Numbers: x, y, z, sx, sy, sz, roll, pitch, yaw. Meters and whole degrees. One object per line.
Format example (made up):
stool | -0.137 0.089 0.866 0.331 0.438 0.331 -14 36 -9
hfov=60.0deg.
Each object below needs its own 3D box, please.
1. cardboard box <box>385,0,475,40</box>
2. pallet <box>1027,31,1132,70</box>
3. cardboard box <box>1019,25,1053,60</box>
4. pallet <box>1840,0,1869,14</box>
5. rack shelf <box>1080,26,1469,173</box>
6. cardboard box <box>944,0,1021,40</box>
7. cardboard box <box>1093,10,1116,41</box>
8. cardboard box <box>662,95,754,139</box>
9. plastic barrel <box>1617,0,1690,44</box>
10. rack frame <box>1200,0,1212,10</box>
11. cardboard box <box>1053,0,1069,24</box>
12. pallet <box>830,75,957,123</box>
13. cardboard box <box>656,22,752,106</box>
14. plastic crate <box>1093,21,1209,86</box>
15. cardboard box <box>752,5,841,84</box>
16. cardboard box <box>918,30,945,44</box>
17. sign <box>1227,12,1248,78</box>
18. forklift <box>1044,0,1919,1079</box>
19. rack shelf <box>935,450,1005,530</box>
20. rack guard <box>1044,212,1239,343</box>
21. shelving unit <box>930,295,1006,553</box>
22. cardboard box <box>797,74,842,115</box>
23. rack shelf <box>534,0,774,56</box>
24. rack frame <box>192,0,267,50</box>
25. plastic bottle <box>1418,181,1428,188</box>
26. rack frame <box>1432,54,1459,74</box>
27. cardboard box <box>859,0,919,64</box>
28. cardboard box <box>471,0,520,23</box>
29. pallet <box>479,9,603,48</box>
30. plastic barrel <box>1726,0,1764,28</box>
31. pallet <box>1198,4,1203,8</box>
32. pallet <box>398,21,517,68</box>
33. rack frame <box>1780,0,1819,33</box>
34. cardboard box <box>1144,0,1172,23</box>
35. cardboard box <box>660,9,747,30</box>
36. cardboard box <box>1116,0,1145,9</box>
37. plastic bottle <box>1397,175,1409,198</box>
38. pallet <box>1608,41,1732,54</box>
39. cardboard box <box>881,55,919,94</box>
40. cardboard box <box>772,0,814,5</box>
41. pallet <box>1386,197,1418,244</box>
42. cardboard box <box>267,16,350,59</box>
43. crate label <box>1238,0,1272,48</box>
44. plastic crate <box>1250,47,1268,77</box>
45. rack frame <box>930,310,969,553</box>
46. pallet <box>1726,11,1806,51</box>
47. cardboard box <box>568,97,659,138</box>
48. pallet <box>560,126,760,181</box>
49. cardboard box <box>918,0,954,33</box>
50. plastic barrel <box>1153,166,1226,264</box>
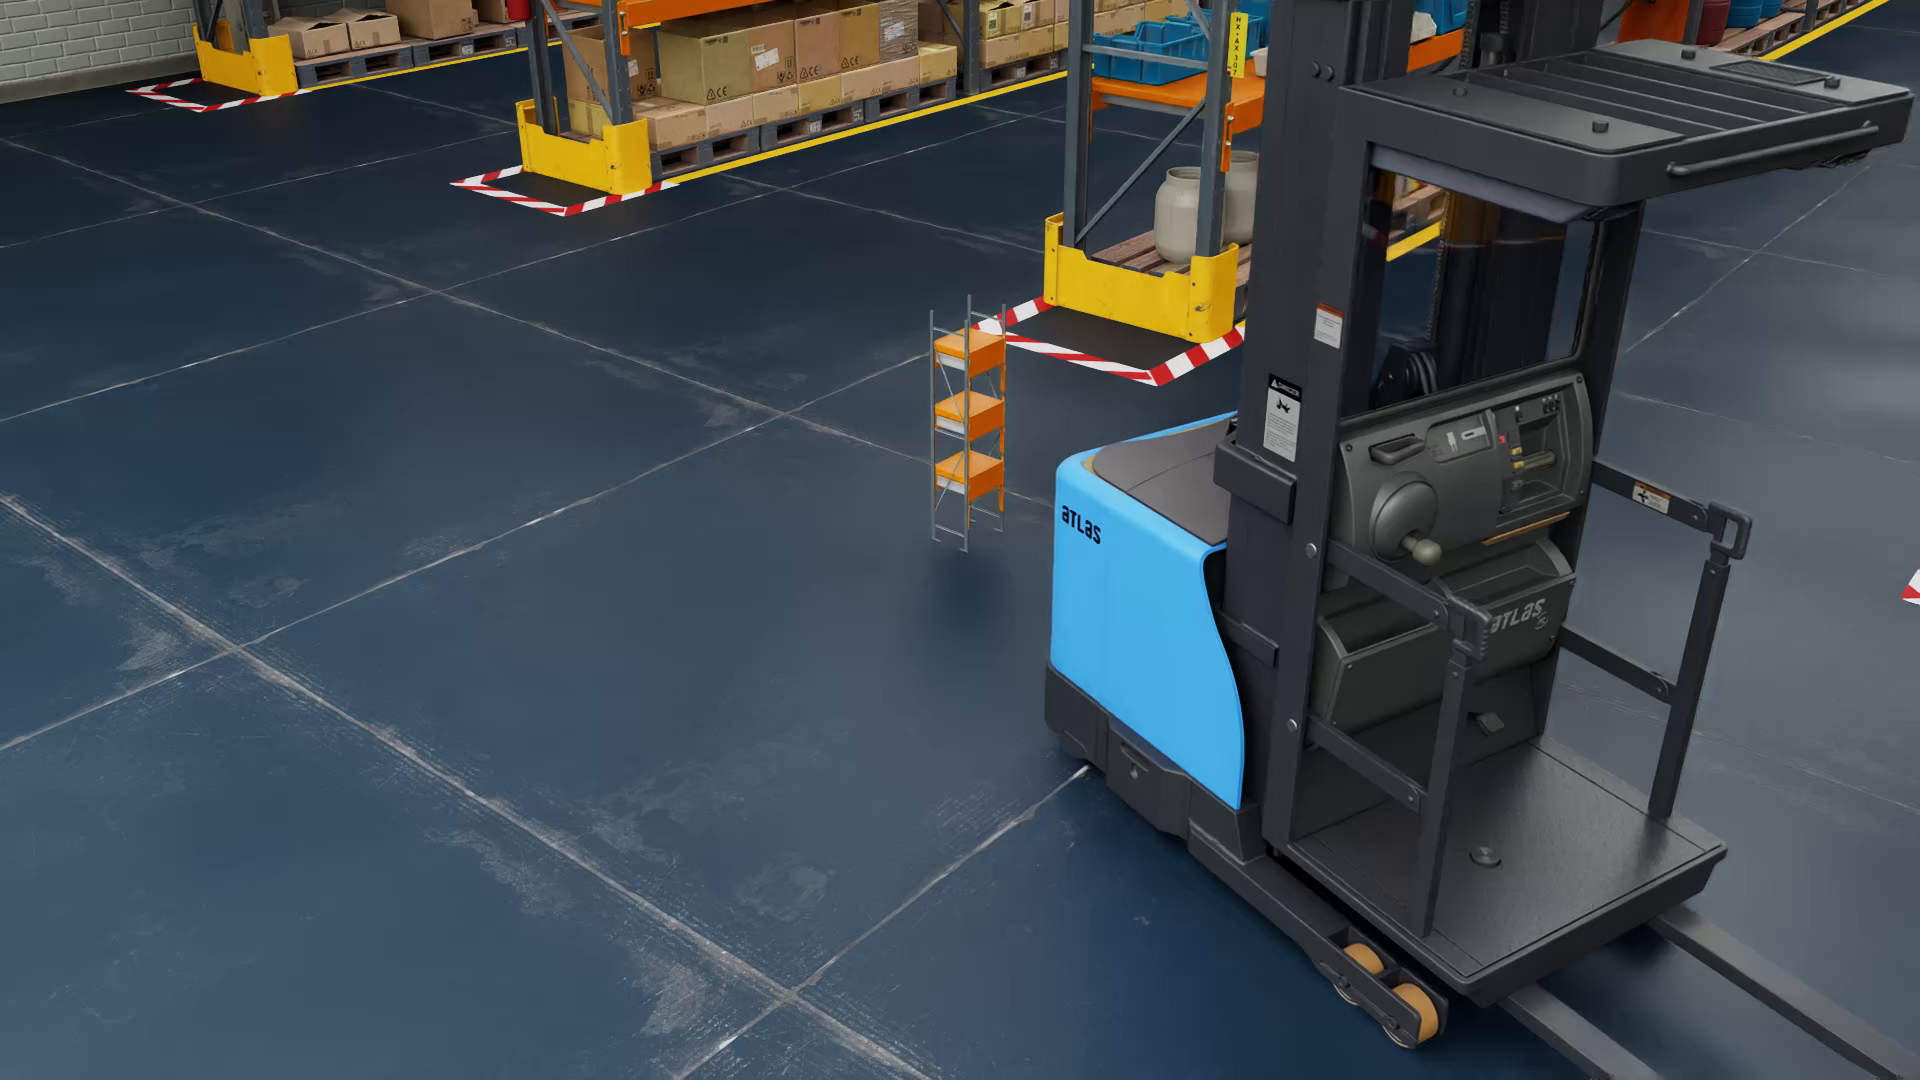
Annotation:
cardboard box | -5.242 -5.269 16.412 0.700 0.500 0.500 18 33 31
pallet | 0.964 -4.957 16.603 1.003 0.211 1.213 21 34 34
cardboard box | 0.524 -4.705 15.617 0.500 0.250 0.500 22 34 36
pallet | 9.872 -6.344 19.284 1.003 0.211 1.213 21 34 34
rack shelf | 2.298 -3.011 10.589 1.077 0.370 4.000 21 34 34
cardboard box | 0.205 -4.777 15.144 0.500 0.311 0.500 21 34 35
cardboard box | 1.176 -5.070 16.321 0.500 0.250 0.500 22 34 35
cardboard box | -1.966 -3.339 12.976 0.500 0.250 0.500 21 34 34
plastic barrel | 6.412 -4.859 15.283 0.600 0.830 0.708 21 34 34
rack frame | 2.294 -6.907 17.337 1.000 3.000 0.127 21 34 34
cardboard box | 0.856 -5.137 15.840 0.500 0.311 0.500 19 33 33
pallet | -0.788 -3.981 14.715 1.003 0.211 1.213 21 34 34
cardboard box | -1.965 -3.672 12.803 0.500 0.500 0.500 21 34 34
plastic crate | 1.113 -2.820 9.599 0.499 0.251 0.616 21 34 34
cardboard box | -1.325 -4.025 13.485 0.500 0.500 0.500 21 34 34
cardboard box | -0.210 -4.686 15.579 0.500 0.250 0.500 20 34 34
sign | 1.447 -2.582 8.676 0.100 0.325 0.005 21 34 34
forklift | 1.504 -0.159 4.368 1.130 2.935 3.031 -16 31 -28
rack shelf | 0.034 -0.229 7.178 0.215 0.259 0.240 21 34 34
rack guard | 1.038 -1.552 9.706 1.175 0.500 0.348 21 34 34
shelving unit | 0.034 -0.485 7.045 0.215 1.050 0.252 21 34 34
cardboard box | -1.326 -3.692 13.658 0.500 0.250 0.500 21 34 34
rack shelf | -1.522 -4.460 13.390 1.077 0.370 4.000 21 34 34
rack frame | -6.619 -5.517 14.650 1.000 3.000 0.127 21 34 34
plastic bottle | 3.189 -2.578 11.447 0.061 0.283 0.133 23 35 38
rack frame | 3.570 -4.040 11.794 1.000 3.000 0.127 21 34 34
cardboard box | -0.703 -4.385 14.181 0.500 0.500 0.500 21 34 34
cardboard box | -4.704 -5.641 17.131 0.500 0.500 0.500 18 32 31
pallet | -4.475 -5.448 17.552 1.003 0.211 1.213 21 34 34
plastic barrel | 7.849 -5.692 16.814 0.600 0.901 0.708 21 34 34
pallet | 2.798 -5.922 18.468 1.003 0.211 1.213 21 34 34
pallet | -5.250 -5.014 16.712 1.003 0.211 1.213 21 34 34
rack frame | 8.658 -6.876 17.277 1.000 3.000 0.127 21 34 34
cardboard box | 1.823 -5.431 17.018 0.500 0.250 0.500 20 34 34
cardboard box | -2.058 -4.005 13.446 0.500 0.500 0.500 21 34 34
cardboard box | 1.502 -5.499 16.541 0.500 0.311 0.500 20 34 34
plastic bottle | 2.949 -2.474 11.253 0.152 0.276 0.135 21 34 35
pallet | 6.583 -4.511 15.740 1.003 0.211 1.213 21 34 34
cardboard box | -0.702 -4.051 14.352 0.500 0.250 0.500 21 34 34
cardboard box | -1.422 -4.360 14.132 0.500 0.500 0.500 21 34 34
pallet | 2.335 -2.141 11.159 1.003 0.211 1.213 21 34 34
cardboard box | -6.109 -4.737 15.590 0.500 0.311 0.500 17 32 29
crate label | 1.988 -3.369 10.459 0.502 0.435 0.616 21 34 34
plastic crate | 1.843 -2.728 9.545 0.298 0.136 0.250 21 34 34
rack frame | -0.044 -0.442 6.962 0.200 1.050 0.008 21 34 34
pallet | 8.135 -5.376 17.413 1.003 0.211 1.213 21 34 34
cardboard box | -2.681 -3.312 12.924 0.500 0.250 0.500 21 34 34
pallet | -2.340 -3.115 13.042 1.003 0.211 1.213 21 34 34
cardboard box | -0.214 -4.930 15.441 0.500 0.311 0.500 21 34 34
plastic barrel | 1.385 -1.959 10.022 0.421 0.512 0.421 0 27 0
